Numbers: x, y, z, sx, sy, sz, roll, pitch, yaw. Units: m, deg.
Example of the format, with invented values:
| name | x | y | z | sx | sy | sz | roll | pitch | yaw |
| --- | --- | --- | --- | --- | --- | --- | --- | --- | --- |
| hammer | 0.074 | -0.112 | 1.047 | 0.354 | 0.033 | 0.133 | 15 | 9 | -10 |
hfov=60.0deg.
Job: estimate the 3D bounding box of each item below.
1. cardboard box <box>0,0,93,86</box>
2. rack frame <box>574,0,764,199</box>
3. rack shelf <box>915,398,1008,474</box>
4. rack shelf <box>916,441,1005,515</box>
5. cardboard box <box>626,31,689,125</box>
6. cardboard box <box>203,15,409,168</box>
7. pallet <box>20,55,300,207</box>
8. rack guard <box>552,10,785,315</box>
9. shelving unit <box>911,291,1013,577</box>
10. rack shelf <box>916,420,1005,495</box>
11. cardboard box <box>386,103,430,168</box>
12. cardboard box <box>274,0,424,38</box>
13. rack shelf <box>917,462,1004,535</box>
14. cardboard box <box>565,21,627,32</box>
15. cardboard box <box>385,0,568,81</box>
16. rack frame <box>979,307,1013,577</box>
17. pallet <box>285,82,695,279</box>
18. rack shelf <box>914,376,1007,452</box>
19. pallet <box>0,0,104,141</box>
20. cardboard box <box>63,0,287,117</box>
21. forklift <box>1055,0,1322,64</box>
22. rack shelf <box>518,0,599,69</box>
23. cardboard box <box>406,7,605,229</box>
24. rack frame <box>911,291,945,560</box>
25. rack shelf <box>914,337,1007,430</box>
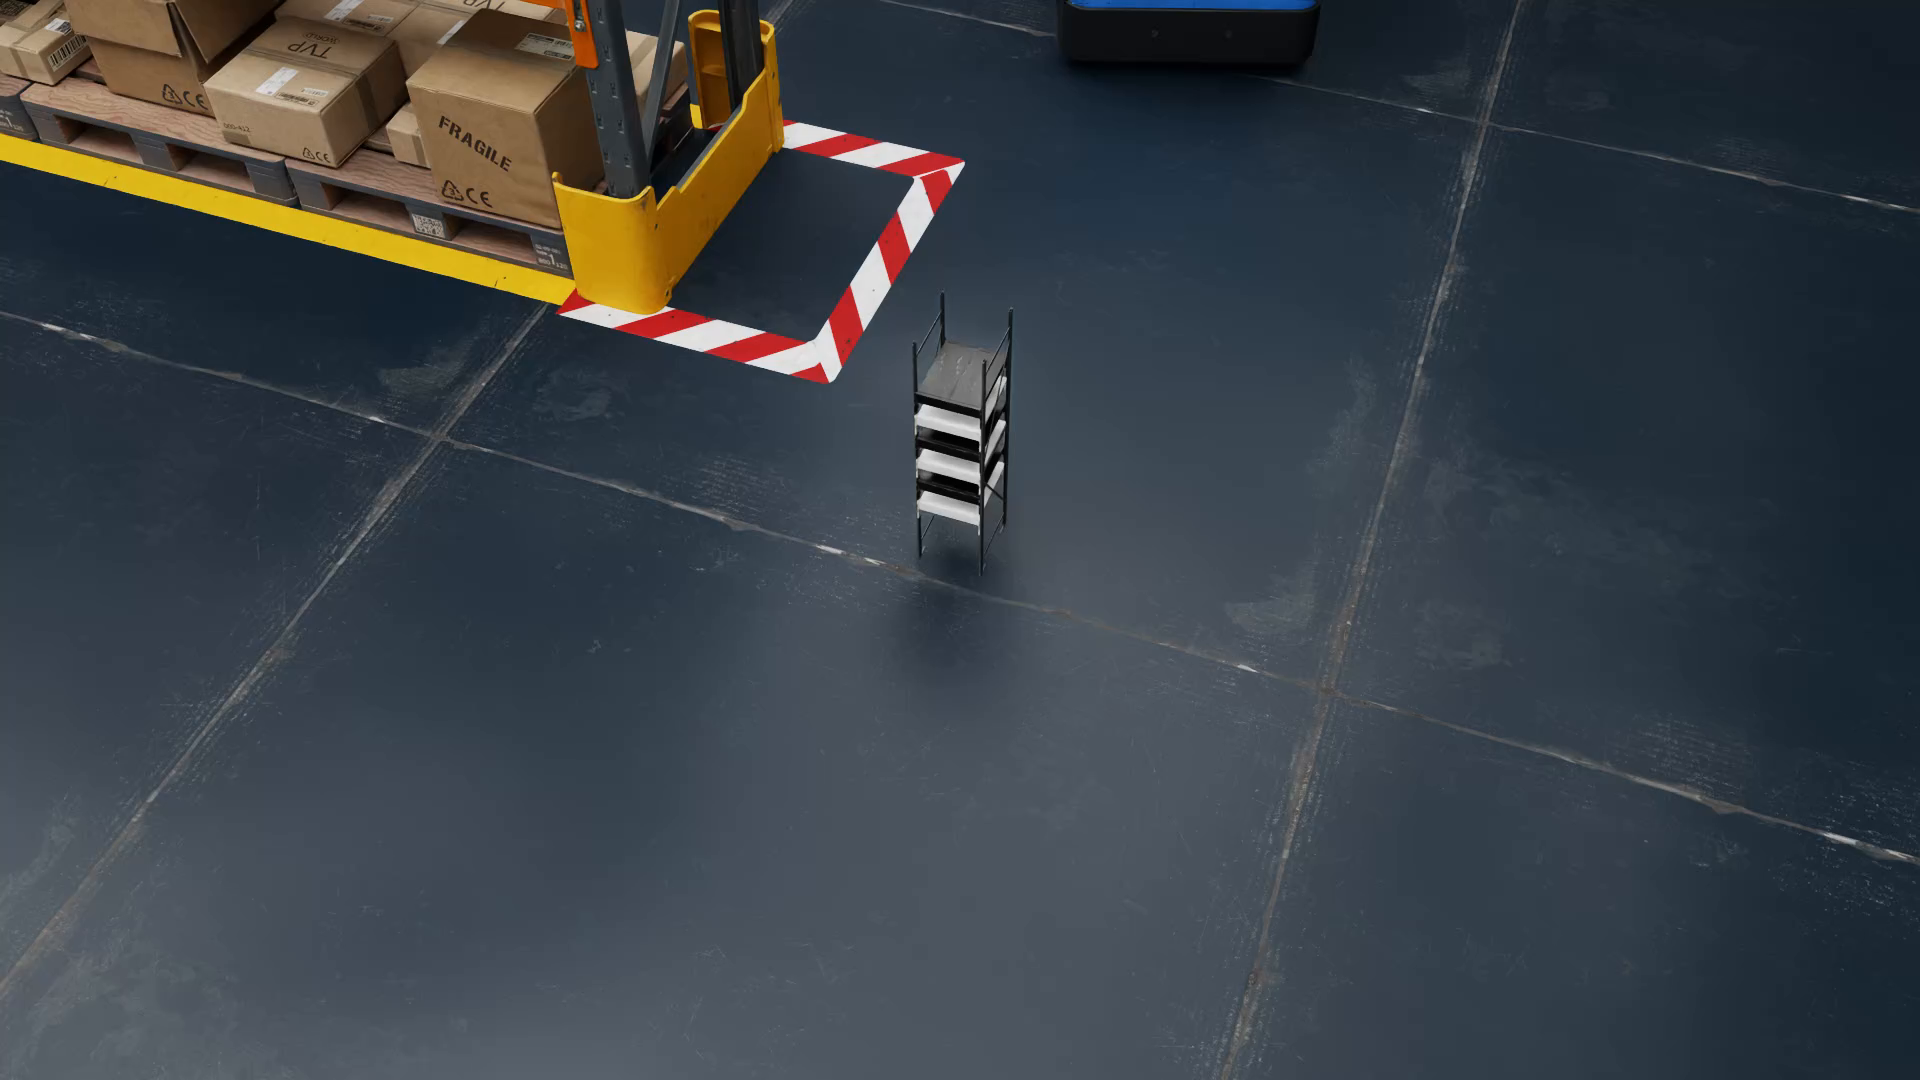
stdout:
| name | x | y | z | sx | sy | sz | roll | pitch | yaw |
| --- | --- | --- | --- | --- | --- | --- | --- | --- | --- |
| cardboard box | -3.591 | -1.993 | 6.576 | 0.250 | 0.166 | 0.380 | 16 | 51 | 13 |
| rack frame | -0.973 | -2.212 | 5.183 | 0.127 | 3.000 | 1.000 | 16 | 51 | 13 |
| rack shelf | 0.008 | -0.330 | 4.865 | 0.200 | 0.077 | 0.258 | 16 | 51 | 13 |
| rack shelf | 0.008 | -0.212 | 5.001 | 0.200 | 0.077 | 0.258 | 16 | 51 | 13 |
| cardboard box | -1.246 | -1.776 | 6.400 | 0.250 | 0.149 | 0.380 | 16 | 51 | 13 |
| cardboard box | -2.449 | -1.694 | 6.261 | 0.500 | 0.250 | 0.500 | 16 | 51 | 13 |
| pallet | -2.933 | -1.848 | 6.712 | 1.213 | 0.211 | 1.003 | 16 | 51 | 13 |
| rack guard | -1.044 | -1.414 | 6.144 | 0.348 | 0.500 | 1.175 | 16 | 51 | 13 |
| shelving unit | 0.008 | -0.293 | 4.908 | 0.210 | 0.900 | 0.258 | 16 | 51 | 13 |
| rack shelf | 0.008 | -0.271 | 4.933 | 0.200 | 0.077 | 0.258 | 16 | 51 | 13 |
| cardboard box | -1.917 | -1.566 | 6.206 | 0.250 | 0.166 | 0.380 | 16 | 51 | 13 |
| cardboard box | -2.322 | -2.061 | 6.580 | 0.500 | 0.250 | 0.500 | 16 | 51 | 13 |
| rack shelf | 0.008 | -0.153 | 5.069 | 0.200 | 0.077 | 0.258 | 16 | 51 | 13 |
| cardboard box | -1.481 | -1.847 | 6.450 | 0.250 | 0.166 | 0.380 | 16 | 51 | 13 |
| cardboard box | -1.853 | -1.930 | 6.467 | 0.500 | 0.250 | 0.500 | 16 | 51 | 13 |
| rack frame | 0.103 | -0.266 | 4.885 | 0.006 | 0.900 | 0.240 | 16 | 51 | 13 |
| pallet | -1.792 | -1.527 | 6.434 | 1.213 | 0.211 | 1.003 | 16 | 51 | 13 |
| rack shelf | 0.008 | -0.389 | 4.797 | 0.200 | 0.077 | 0.258 | 16 | 51 | 13 |
| pallet | -4.081 | -2.166 | 6.988 | 1.213 | 0.211 | 1.003 | 16 | 51 | 13 |
| cardboard box | -2.961 | -2.098 | 6.444 | 0.637 | 0.503 | 0.797 | 16 | 51 | 13 |
| forklift | 0.970 | -4.027 | 6.801 | 1.130 | 2.935 | 3.031 | 1 | 49 | 1 |
| rack shelf | -2.849 | -2.501 | 5.908 | 4.000 | 0.370 | 1.077 | 16 | 51 | 13 |
| cardboard box | -1.568 | -1.506 | 5.933 | 0.500 | 0.500 | 0.500 | 16 | 51 | 13 |
| rack frame | -0.088 | -0.319 | 4.931 | 0.006 | 0.900 | 0.240 | 16 | 51 | 13 |
| rack shelf | 0.008 | -0.448 | 4.729 | 0.200 | 0.077 | 0.258 | 16 | 51 | 13 |
